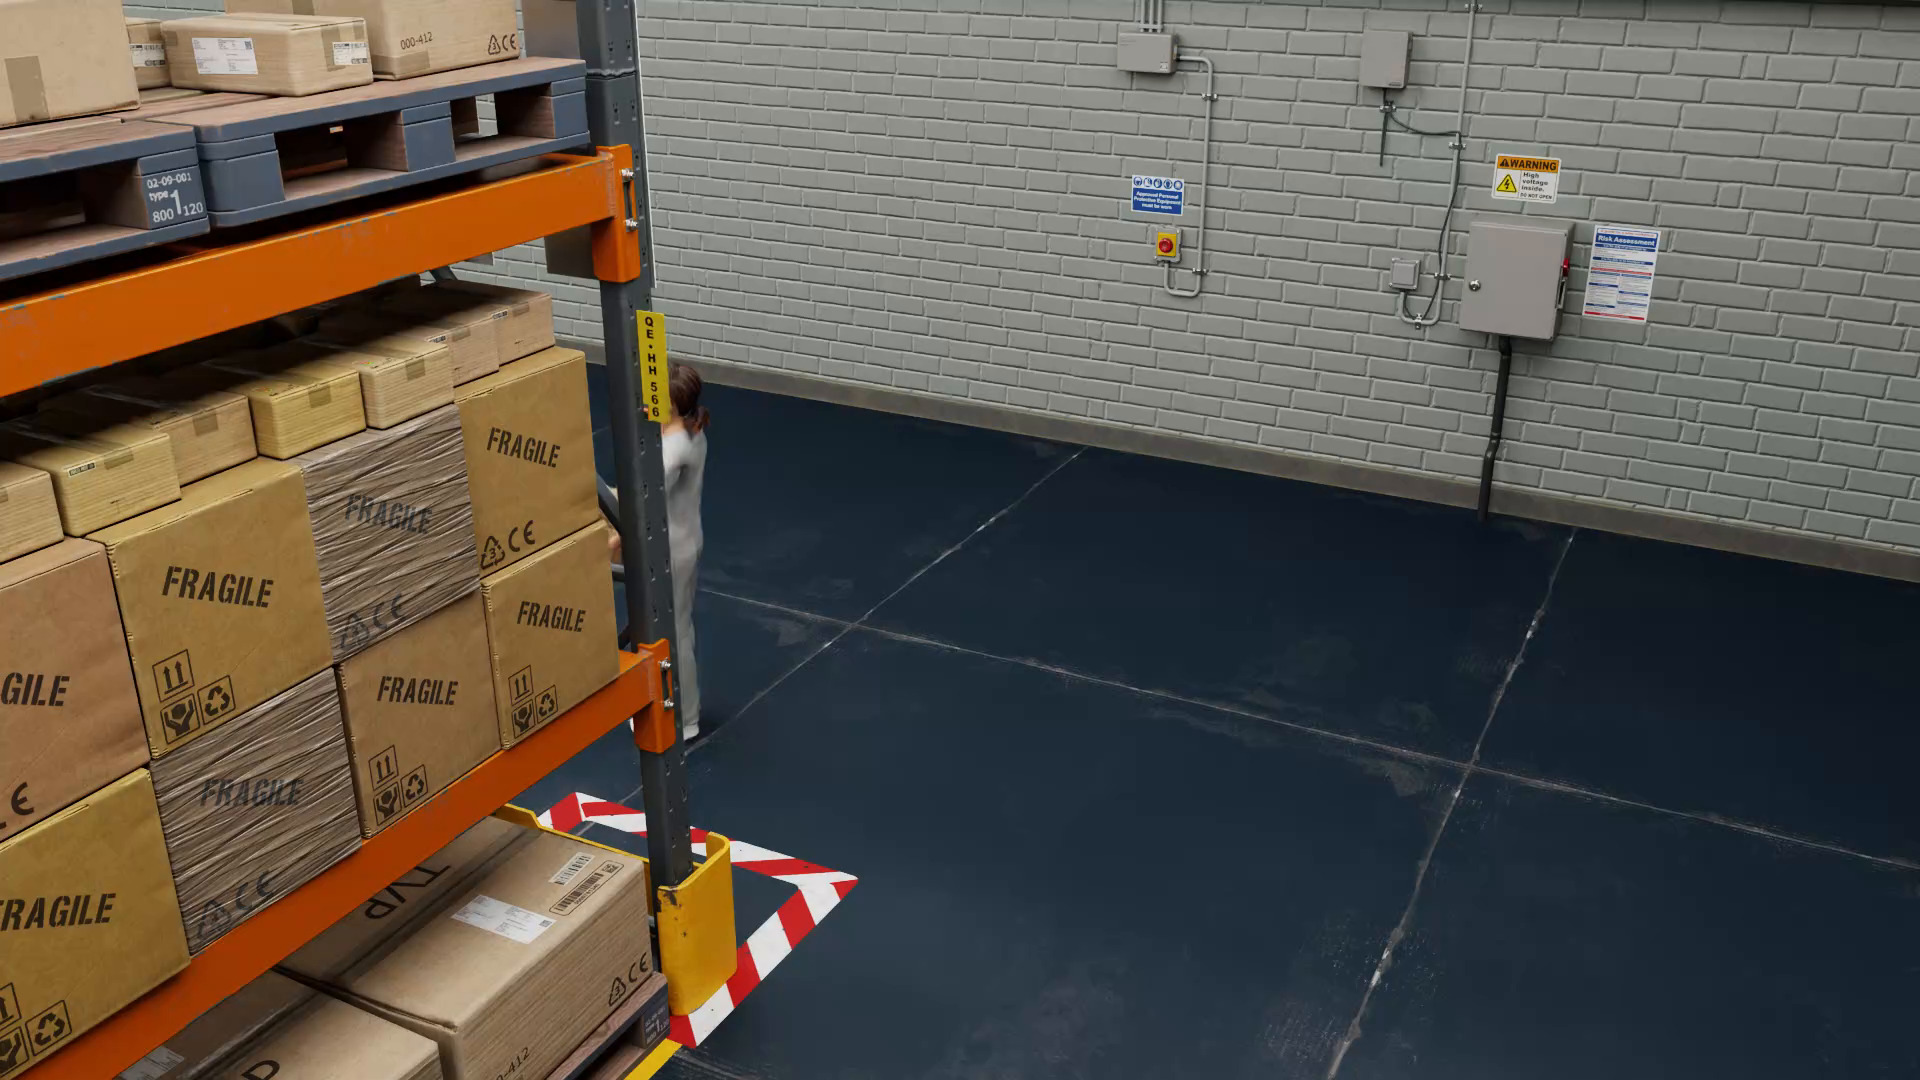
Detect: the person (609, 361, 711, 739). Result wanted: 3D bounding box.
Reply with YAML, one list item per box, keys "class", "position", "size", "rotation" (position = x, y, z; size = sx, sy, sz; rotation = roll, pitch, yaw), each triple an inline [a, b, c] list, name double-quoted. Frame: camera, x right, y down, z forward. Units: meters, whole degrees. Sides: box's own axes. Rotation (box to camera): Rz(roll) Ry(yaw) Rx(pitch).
- class: "person"
  position: [-1.255, 0.053, 6.966]
  size: [0.514, 1.678, 0.500]
  rotation: [1, 23, 2]
